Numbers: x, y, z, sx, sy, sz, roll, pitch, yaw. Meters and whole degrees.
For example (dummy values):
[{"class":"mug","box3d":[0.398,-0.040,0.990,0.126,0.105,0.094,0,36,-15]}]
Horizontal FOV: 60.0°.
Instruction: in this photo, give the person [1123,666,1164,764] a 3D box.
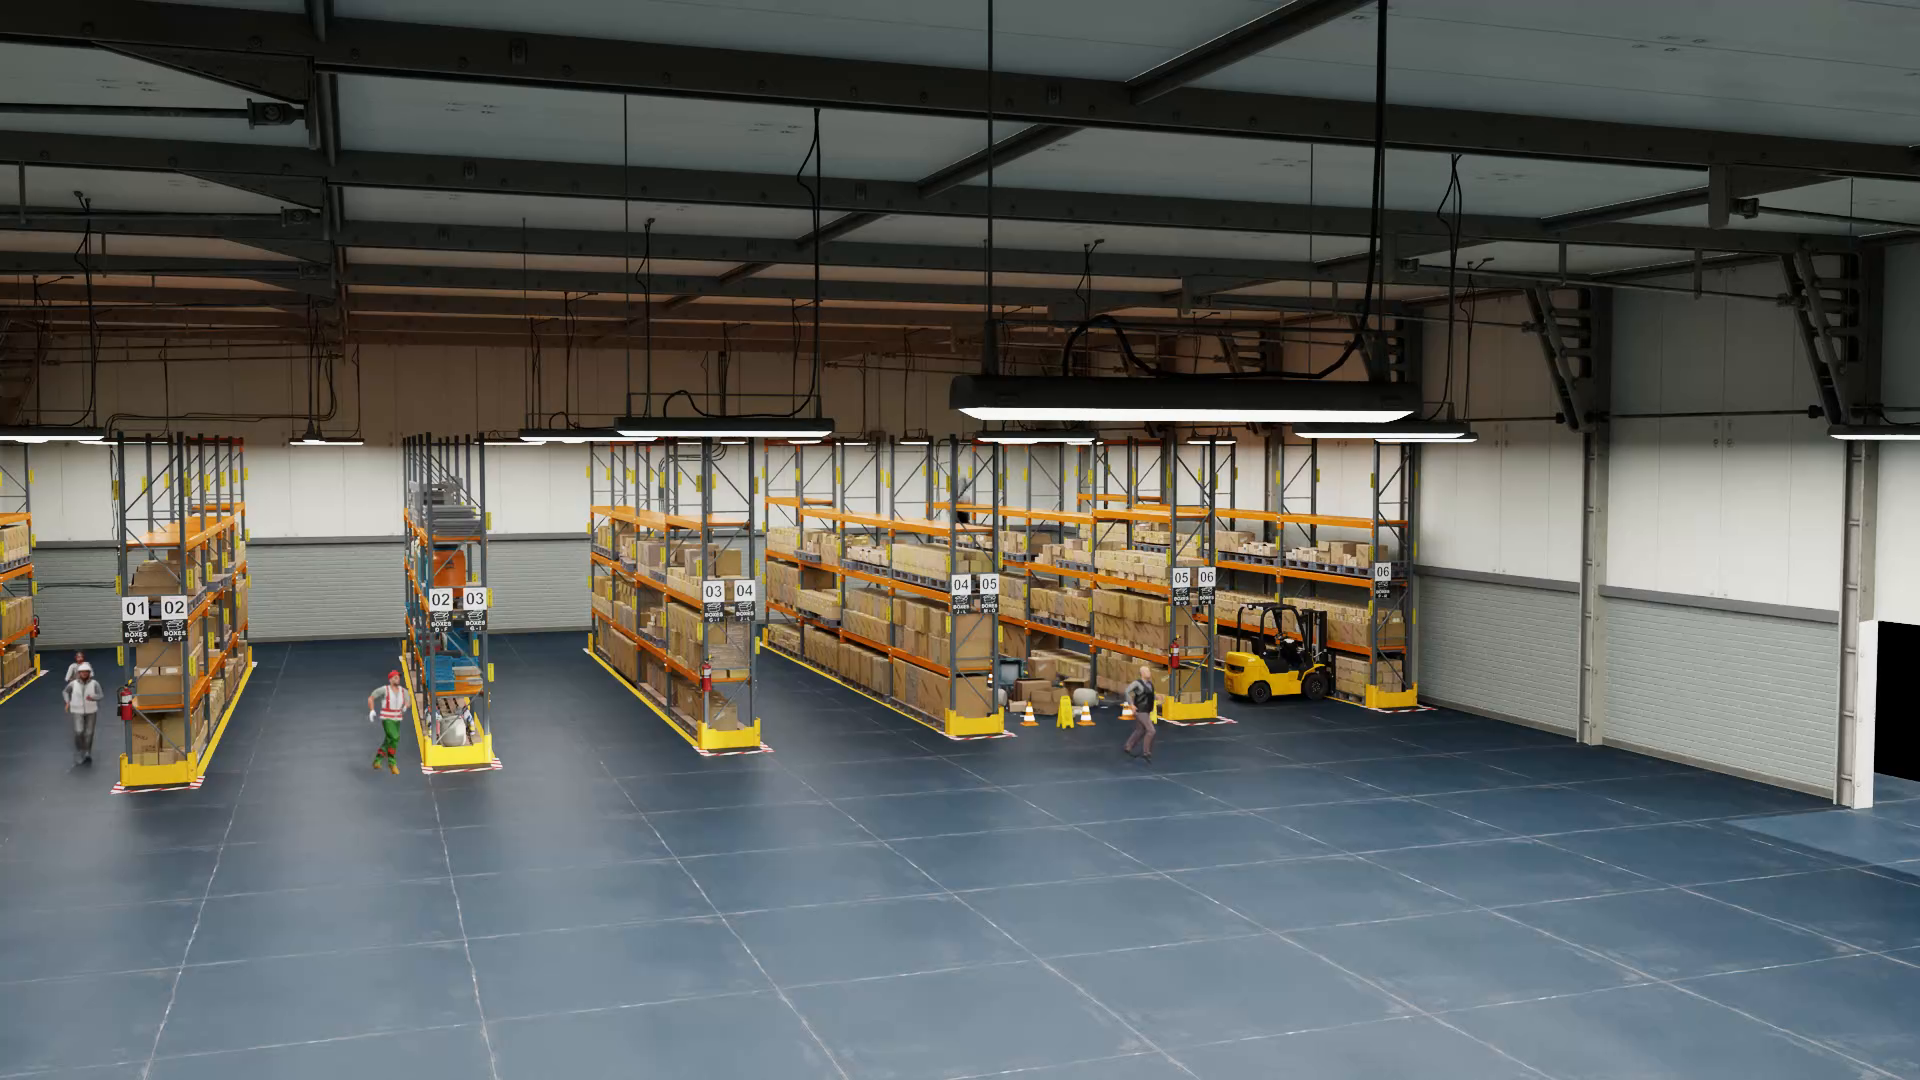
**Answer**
[{"class":"person","box3d":[3.344,3.227,30.398,0.781,1.703,0.642,2,4,28]}]

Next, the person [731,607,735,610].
[{"class":"person","box3d":[-6.142,2.303,45.888,0.710,1.802,0.628,-1,3,-17]}]

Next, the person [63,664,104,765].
[{"class":"person","box3d":[-15.941,3.160,30.265,0.638,1.815,0.699,-2,4,-33]}]

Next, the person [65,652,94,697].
[{"class":"person","box3d":[-17.763,3.045,33.588,0.541,1.574,0.867,-2,4,-35]}]

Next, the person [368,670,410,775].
[{"class":"person","box3d":[-10.012,3.197,29.369,0.794,1.772,0.688,2,4,37]}]
